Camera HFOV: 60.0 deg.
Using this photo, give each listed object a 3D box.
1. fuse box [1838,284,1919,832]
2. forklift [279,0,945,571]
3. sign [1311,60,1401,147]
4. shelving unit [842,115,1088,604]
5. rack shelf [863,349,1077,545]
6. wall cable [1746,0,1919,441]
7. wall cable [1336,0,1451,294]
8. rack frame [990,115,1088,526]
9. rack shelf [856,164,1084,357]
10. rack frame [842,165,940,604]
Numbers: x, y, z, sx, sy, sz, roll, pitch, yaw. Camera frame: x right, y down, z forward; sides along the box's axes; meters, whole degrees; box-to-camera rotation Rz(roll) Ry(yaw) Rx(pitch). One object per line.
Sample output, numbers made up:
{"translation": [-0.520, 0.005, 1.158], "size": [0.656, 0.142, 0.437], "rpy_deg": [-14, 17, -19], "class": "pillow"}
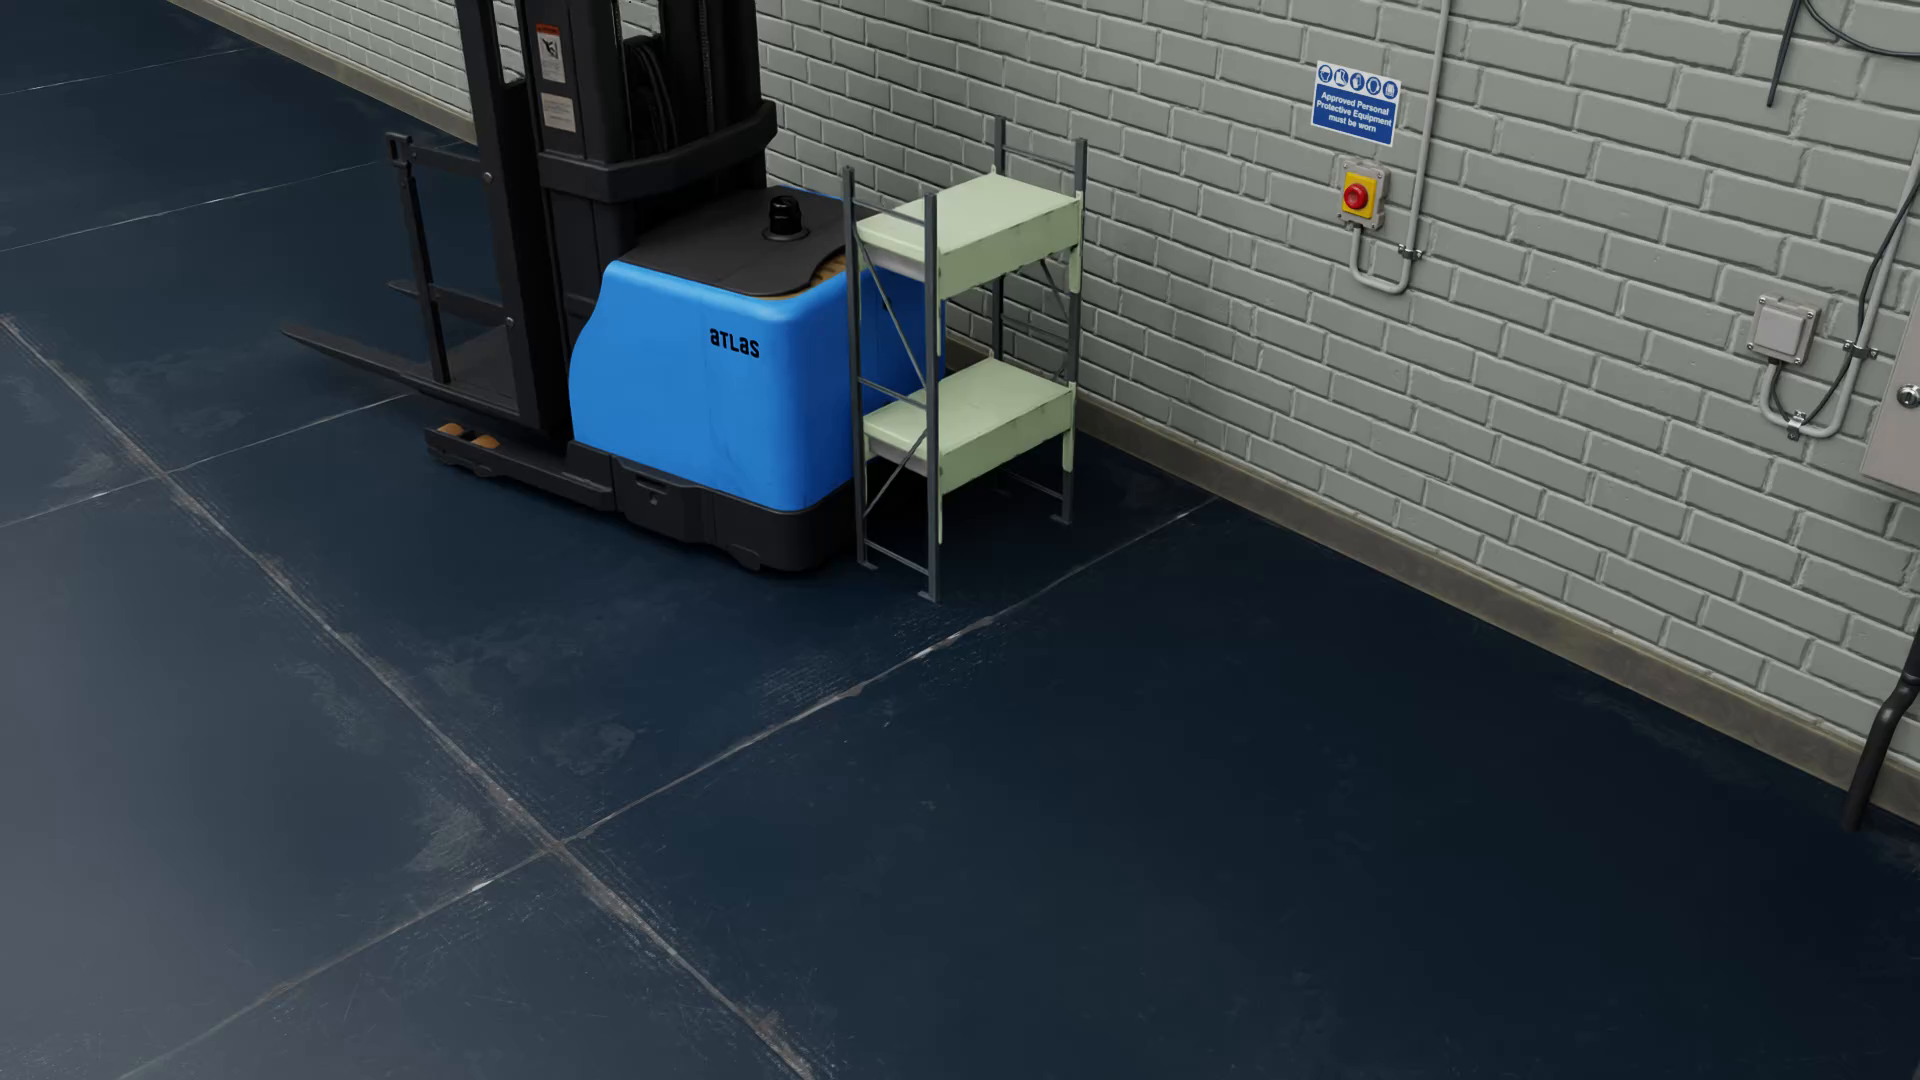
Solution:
{"translation": [2.605, 0.127, 4.402], "size": [0.414, 1.711, 0.539], "rpy_deg": [-26, 40, -35], "class": "fuse box"}
{"translation": [-1.557, -1.712, 6.241], "size": [3.031, 2.935, 1.130], "rpy_deg": [19, 36, 27], "class": "forklift"}
{"translation": [1.296, -1.433, 5.460], "size": [0.001, 0.218, 0.327], "rpy_deg": [-26, 40, -35], "class": "sign"}
{"translation": [0.025, -0.629, 5.841], "size": [0.431, 1.500, 0.755], "rpy_deg": [26, 40, 36], "class": "shelving unit"}
{"translation": [0.025, -0.351, 6.011], "size": [0.431, 0.370, 0.720], "rpy_deg": [26, 40, 36], "class": "rack shelf"}
{"translation": [2.256, -1.173, 4.319], "size": [0.122, 1.984, 0.588], "rpy_deg": [-26, 40, -35], "class": "wall cable"}
{"translation": [1.284, -1.725, 5.191], "size": [0.123, 1.953, 0.585], "rpy_deg": [-26, 40, -35], "class": "wall cable"}
{"translation": [0.274, -0.769, 6.070], "size": [0.400, 1.500, 0.023], "rpy_deg": [26, 40, 36], "class": "rack frame"}
{"translation": [0.025, -0.962, 5.637], "size": [0.431, 0.370, 0.720], "rpy_deg": [26, 40, 36], "class": "rack shelf"}
{"translation": [-0.225, -0.489, 5.612], "size": [0.400, 1.500, 0.023], "rpy_deg": [26, 40, 36], "class": "rack frame"}
